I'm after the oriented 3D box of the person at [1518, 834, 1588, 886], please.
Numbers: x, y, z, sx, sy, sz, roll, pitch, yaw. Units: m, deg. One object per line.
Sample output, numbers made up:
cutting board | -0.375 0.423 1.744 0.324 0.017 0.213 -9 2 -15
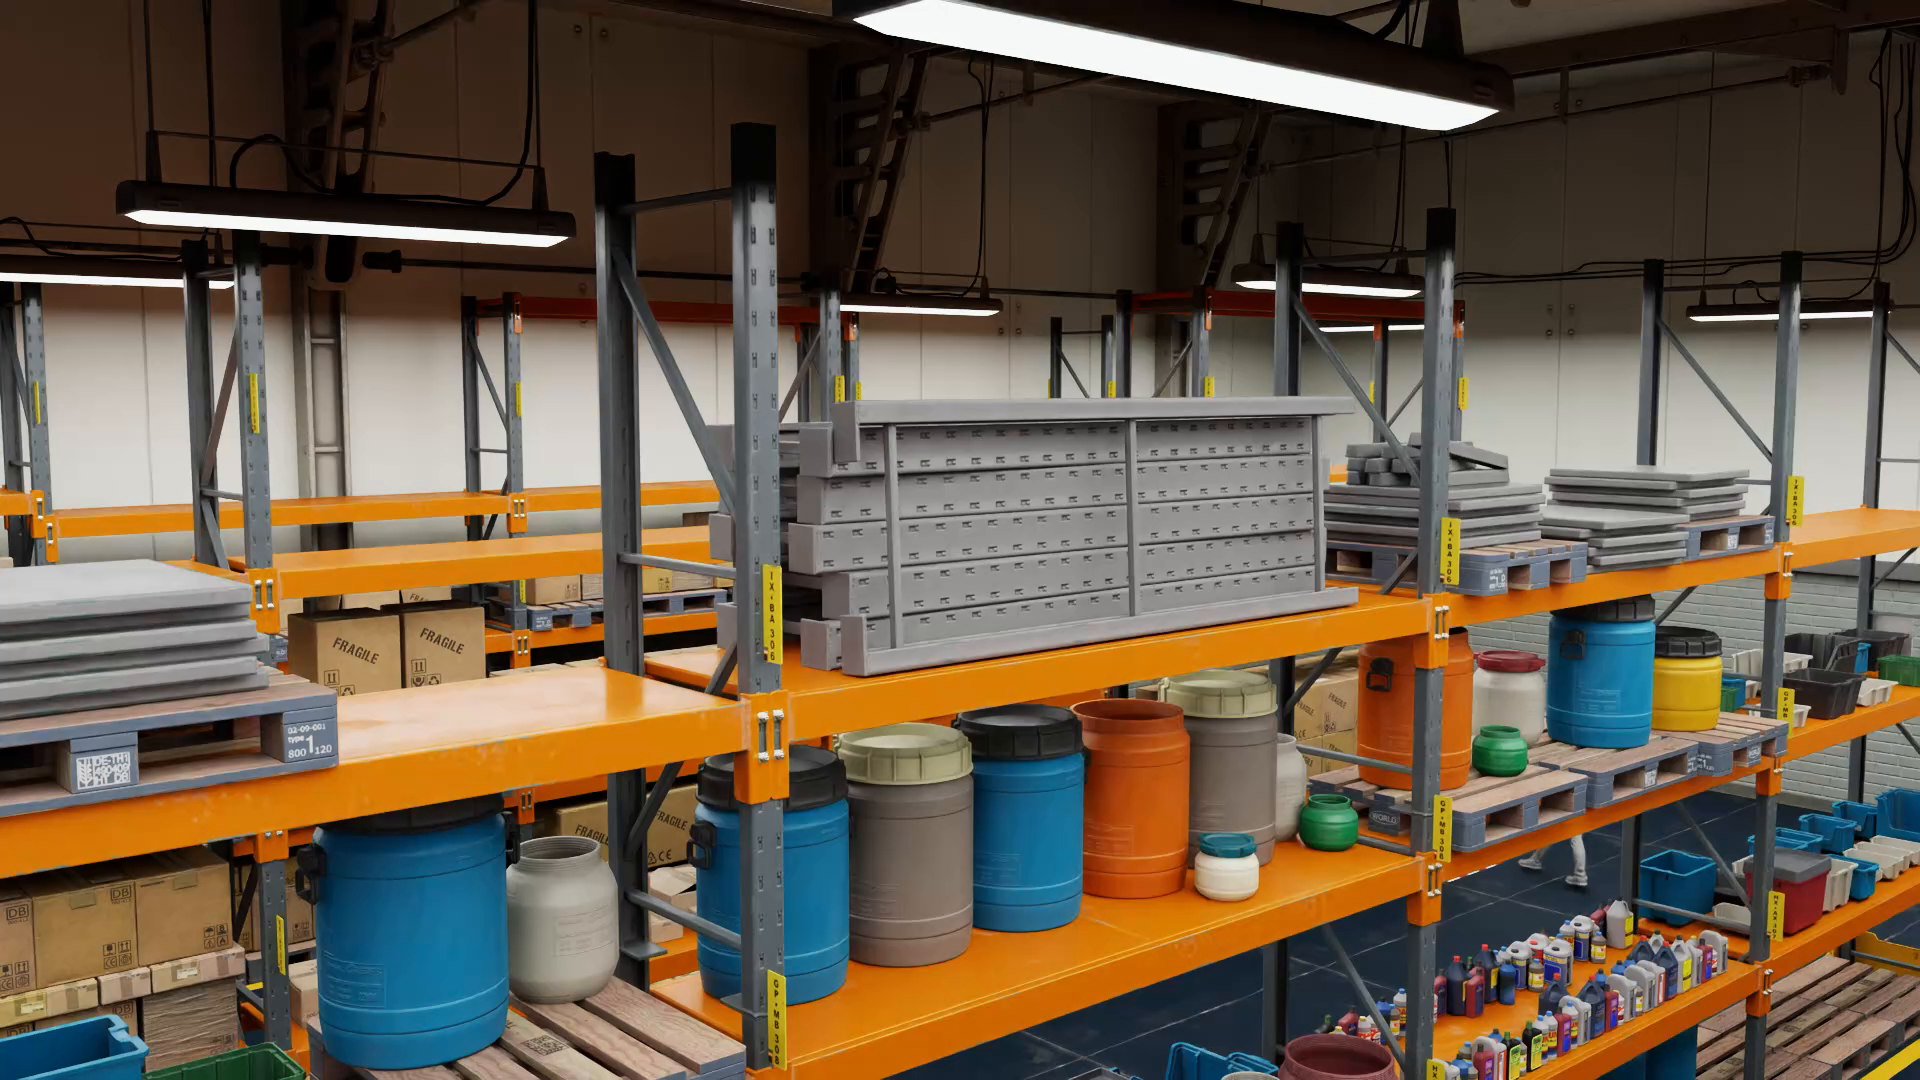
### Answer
person | 6.253 2.692 17.288 0.470 1.627 0.953 -1 6 -13
